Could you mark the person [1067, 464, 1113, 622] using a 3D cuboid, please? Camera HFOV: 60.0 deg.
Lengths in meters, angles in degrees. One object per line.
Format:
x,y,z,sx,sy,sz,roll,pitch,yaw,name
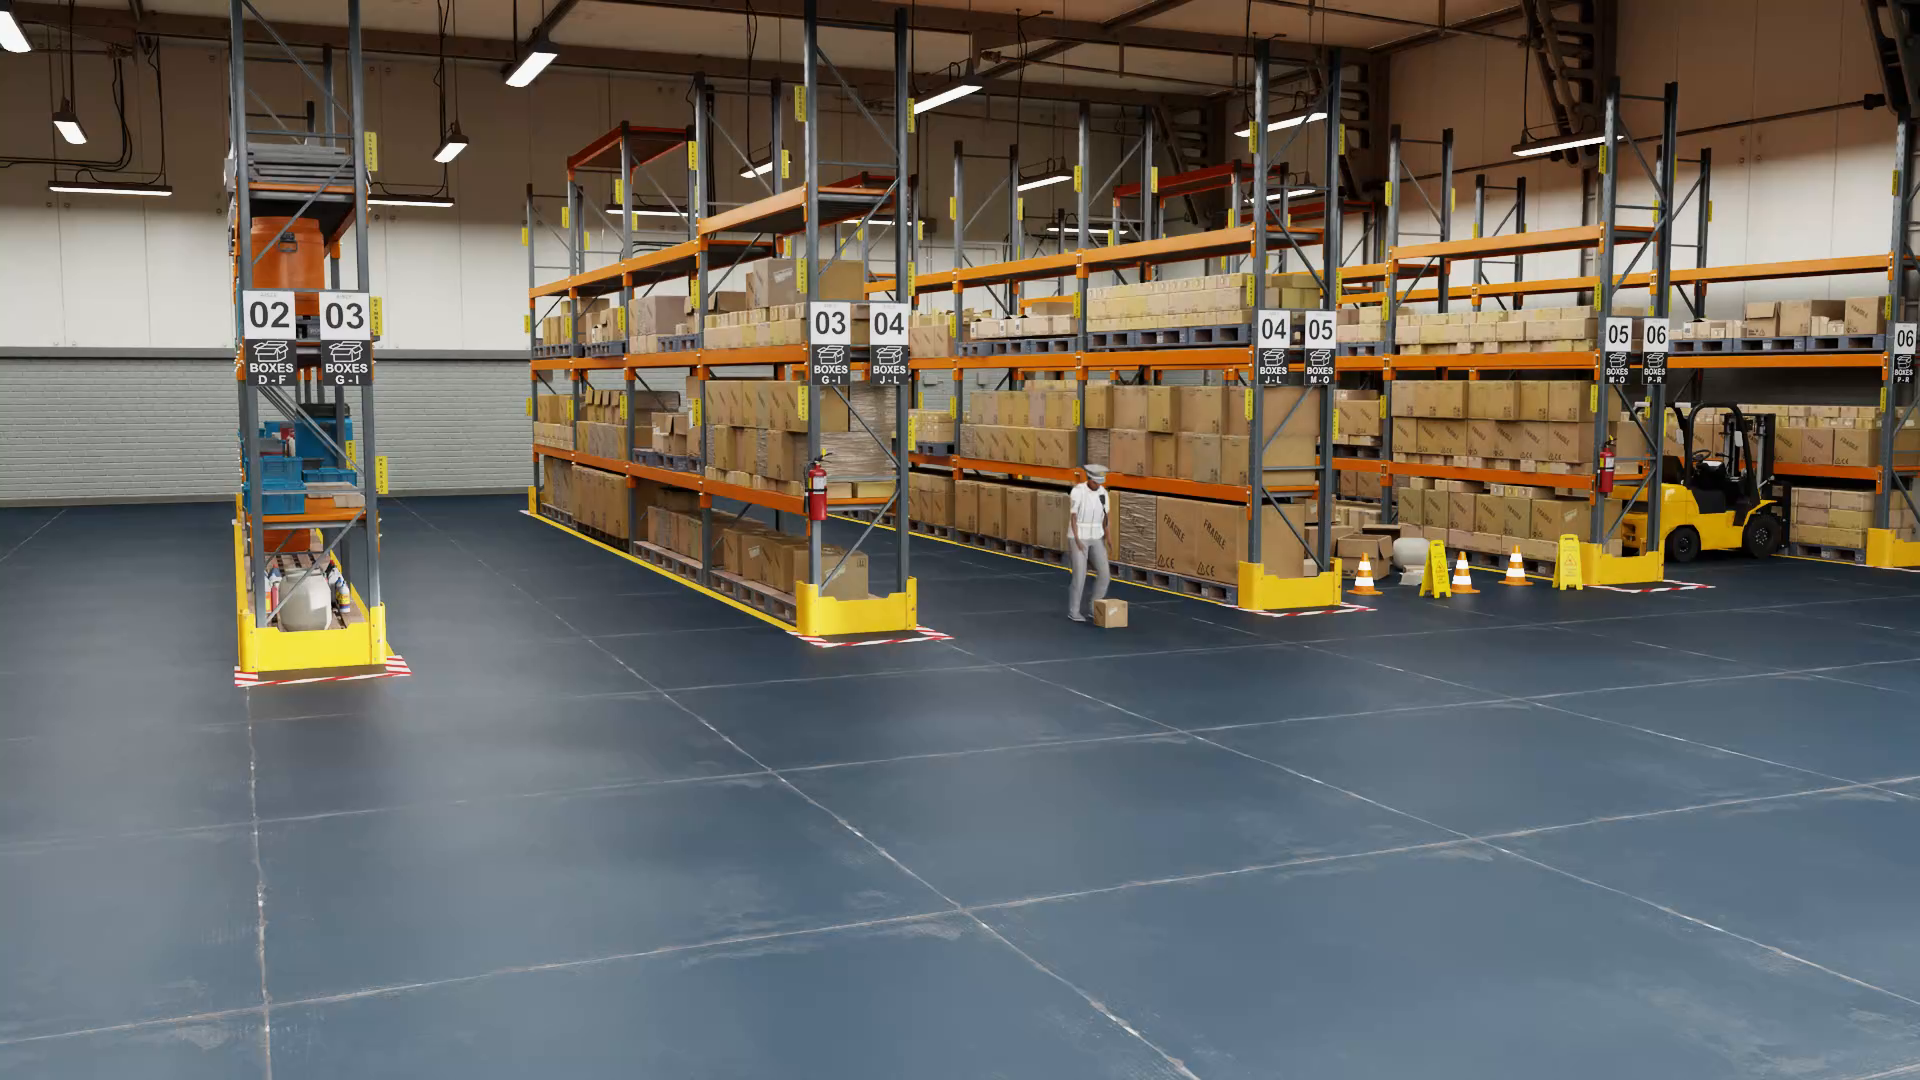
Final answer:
1.346,0.023,17.084,0.461,1.614,0.460,-2,6,-22,person
